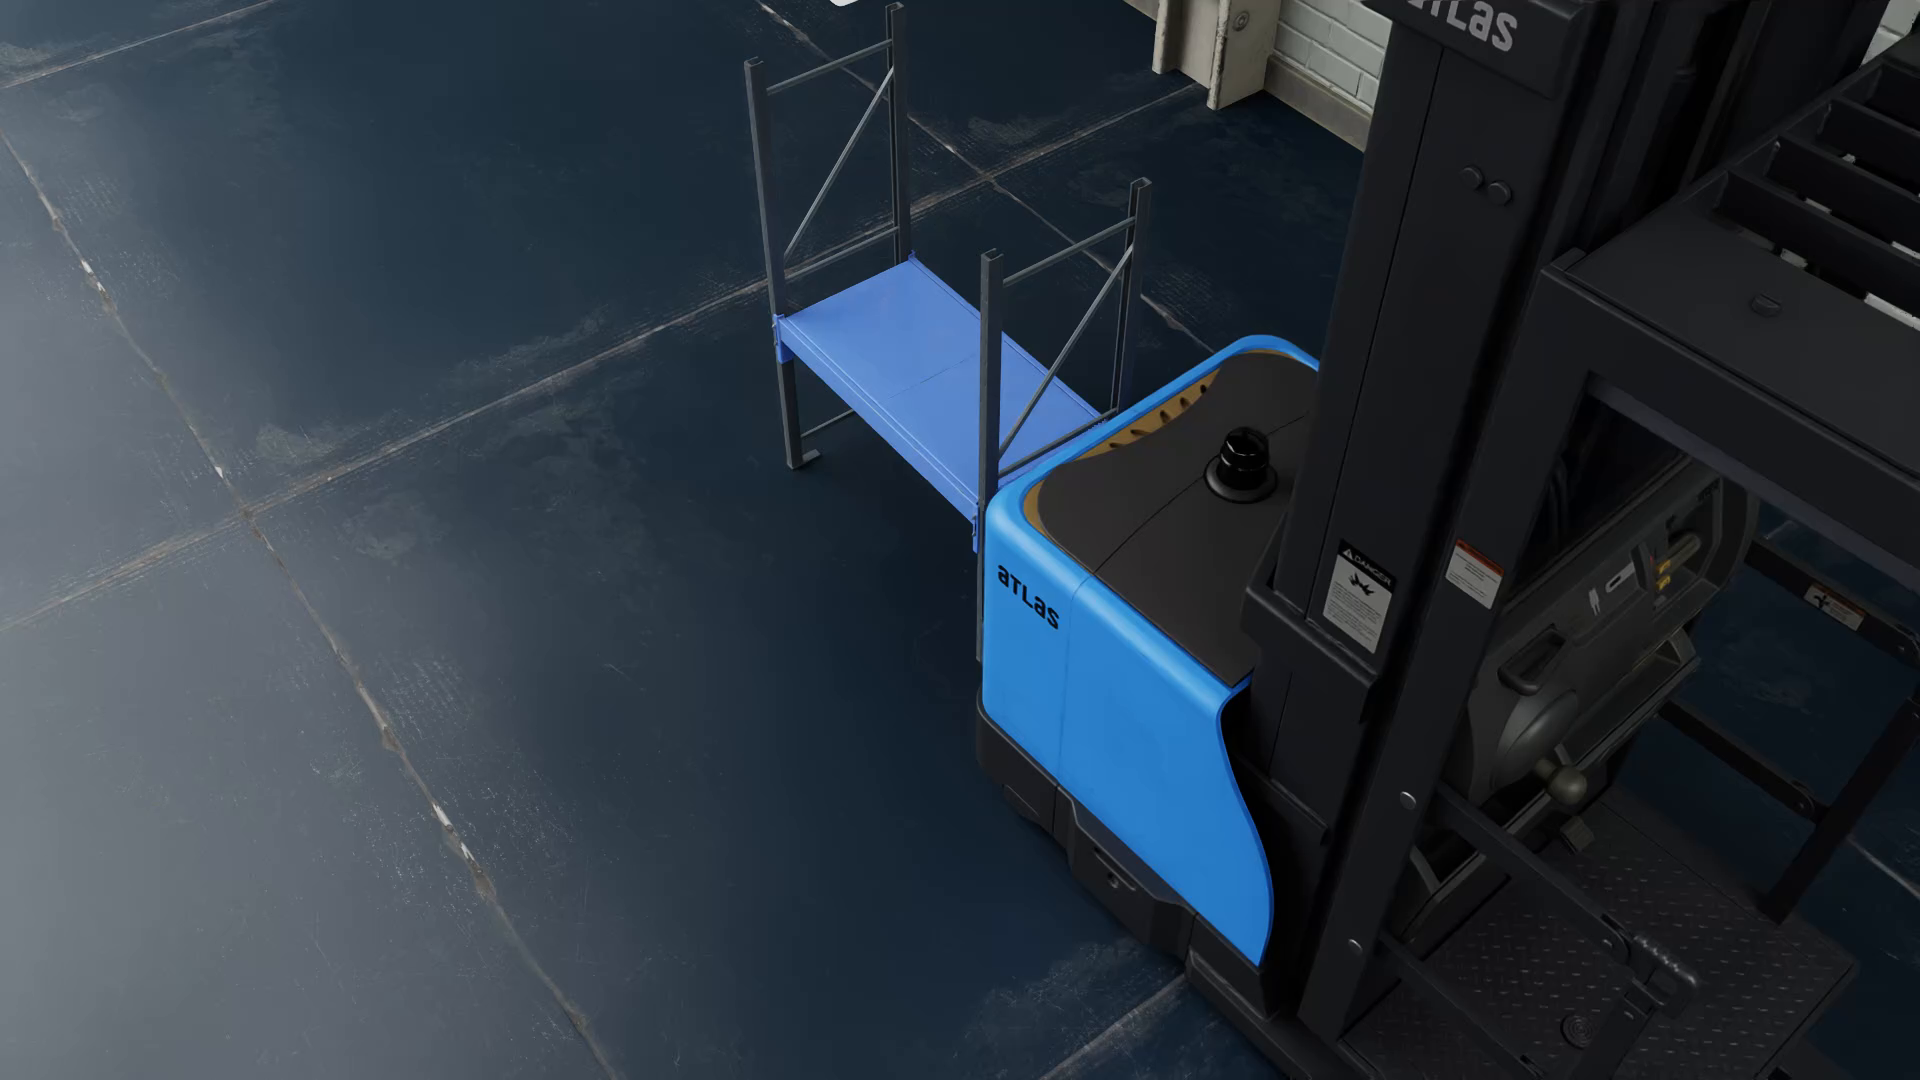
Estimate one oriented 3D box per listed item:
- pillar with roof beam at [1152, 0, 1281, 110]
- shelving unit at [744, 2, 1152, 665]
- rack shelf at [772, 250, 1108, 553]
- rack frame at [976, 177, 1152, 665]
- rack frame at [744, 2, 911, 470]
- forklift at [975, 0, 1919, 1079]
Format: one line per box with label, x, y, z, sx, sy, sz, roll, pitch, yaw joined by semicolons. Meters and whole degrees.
pillar with roof beam;-2.372;-3.046;1.937;9.100;9.000;0.400;-29;54;-24
shelving unit;-0.052;-0.554;4.740;0.538;1.500;1.048;-29;54;-24
rack shelf;-0.052;-0.433;4.873;0.538;0.185;1.000;-29;54;-24
rack frame;0.256;-0.254;4.468;0.500;1.500;0.032;-29;54;-24
rack frame;-0.359;-0.854;5.012;0.500;1.500;0.032;-29;54;-24
forklift;1.386;0.239;3.055;1.130;2.935;3.031;-33;56;-26
